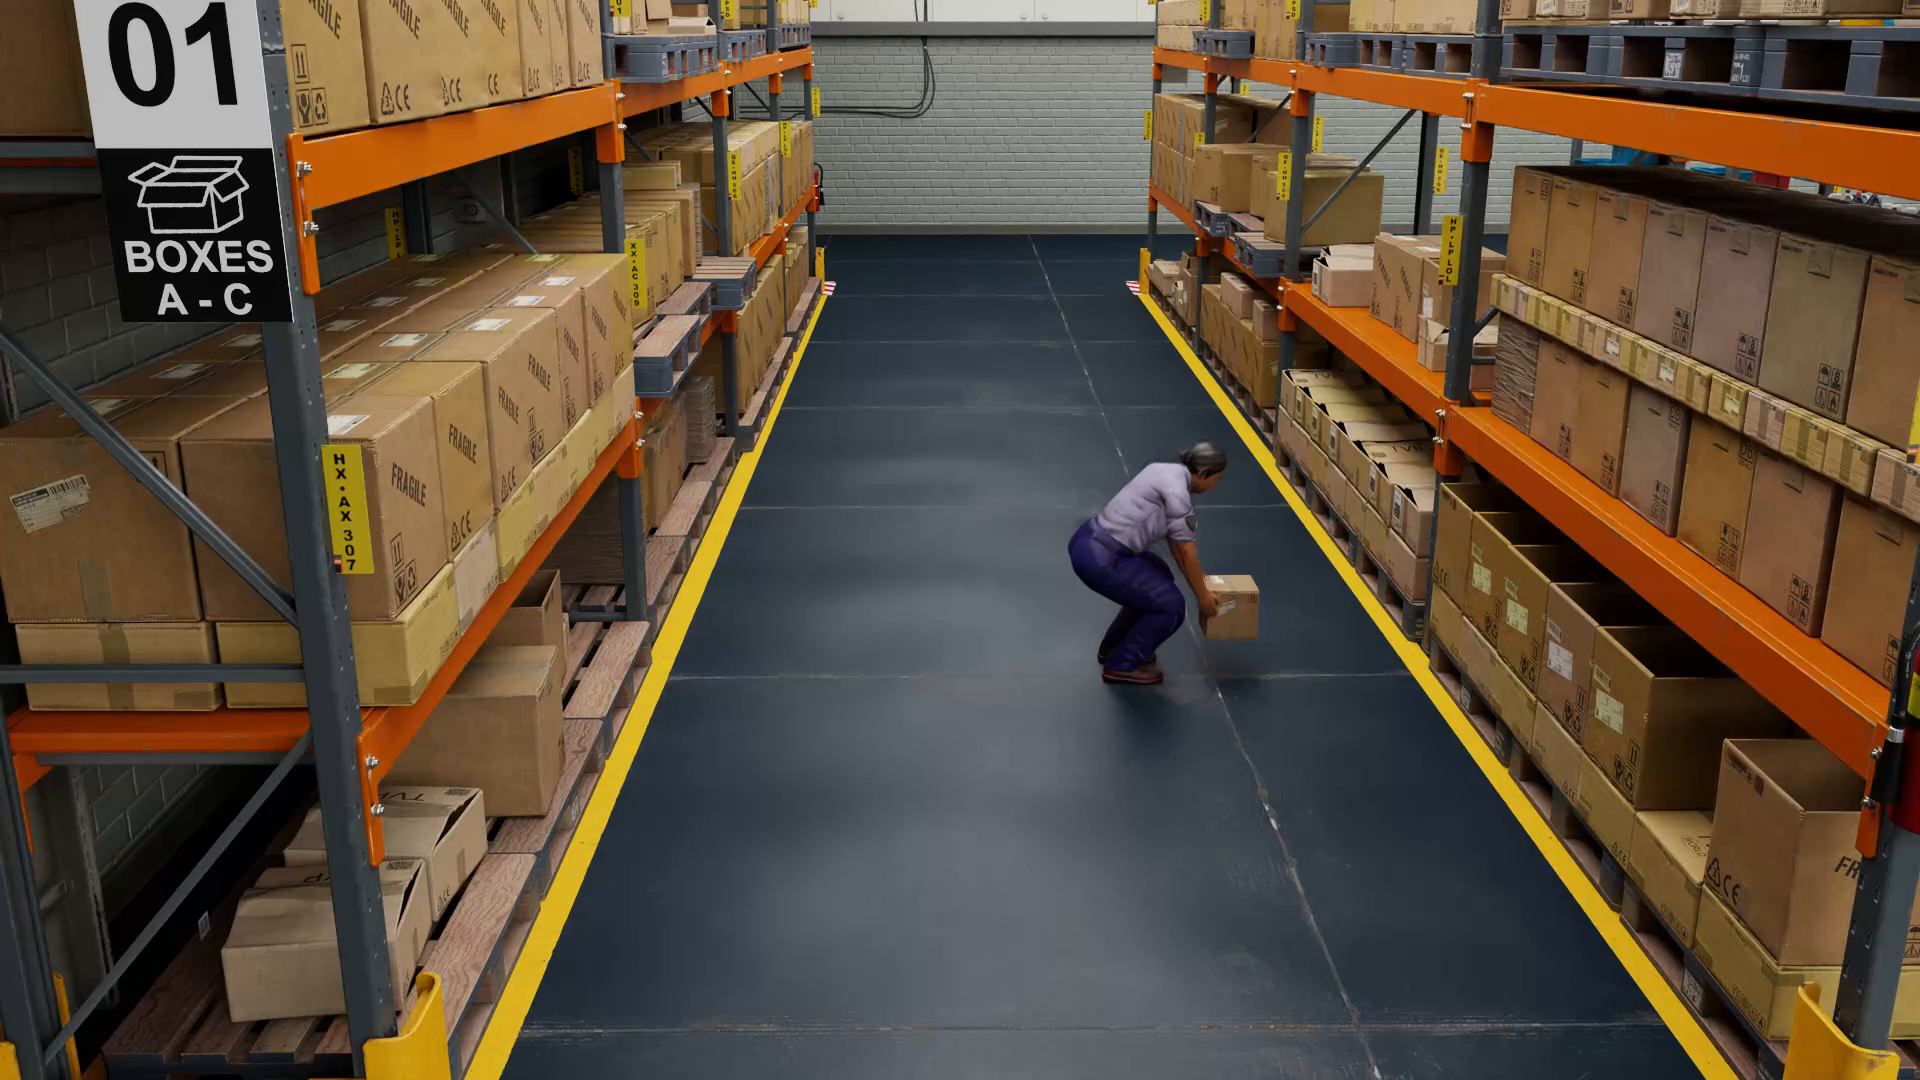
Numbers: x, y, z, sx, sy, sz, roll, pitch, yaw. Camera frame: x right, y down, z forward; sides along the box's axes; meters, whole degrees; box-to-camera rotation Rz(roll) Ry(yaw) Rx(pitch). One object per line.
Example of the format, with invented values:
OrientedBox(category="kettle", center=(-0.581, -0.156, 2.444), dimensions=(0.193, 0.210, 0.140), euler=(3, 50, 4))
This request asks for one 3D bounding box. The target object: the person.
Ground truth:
OrientedBox(category="person", center=(0.906, 0.093, 8.129), dimensions=(0.755, 1.147, 0.540), euler=(0, 17, -1))
